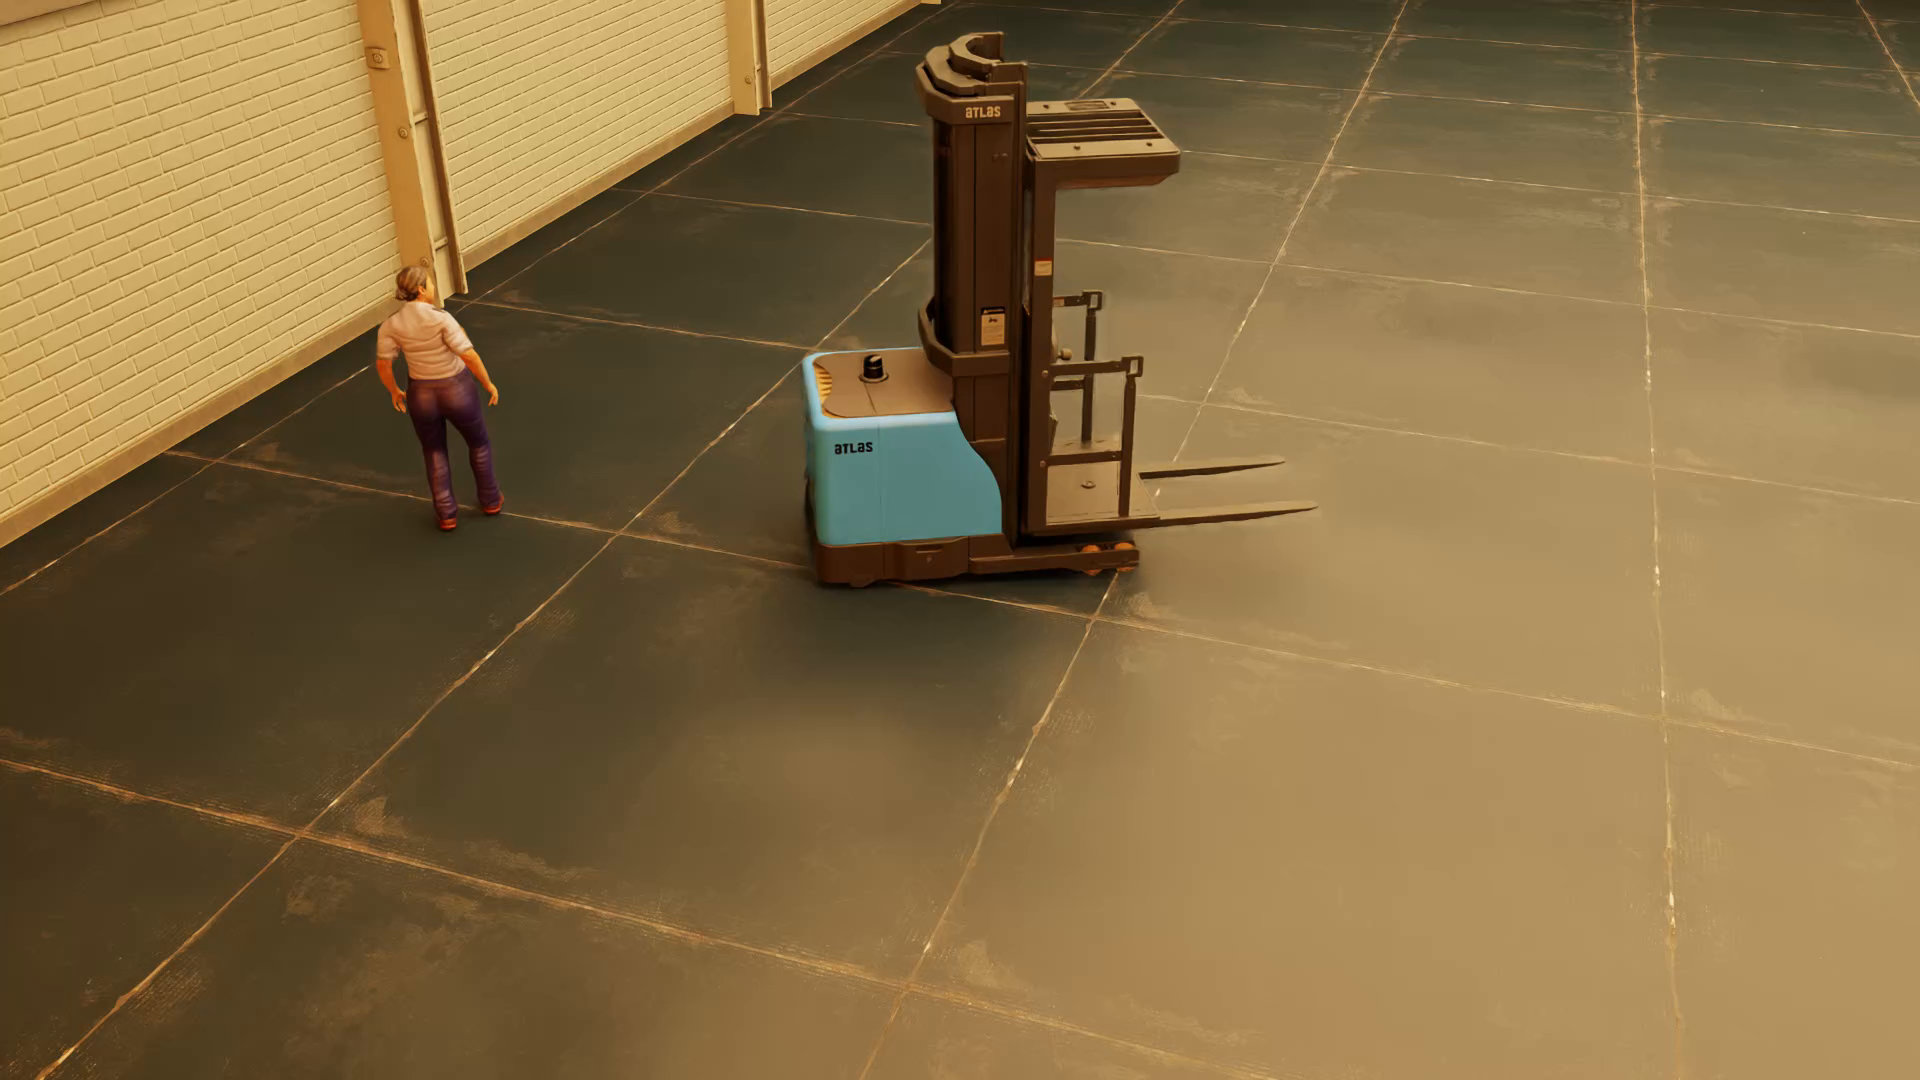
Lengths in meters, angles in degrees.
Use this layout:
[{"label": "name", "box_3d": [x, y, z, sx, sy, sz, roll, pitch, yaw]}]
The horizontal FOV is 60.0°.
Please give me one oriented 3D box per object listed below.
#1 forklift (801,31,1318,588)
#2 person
[{"label": "forklift", "box_3d": [0.608, -1.328, 9.466, 3.031, 2.935, 1.130, -4, 30, -8]}, {"label": "person", "box_3d": [-3.102, -0.875, 9.988, 0.664, 1.632, 0.491, -2, 30, -4]}]
